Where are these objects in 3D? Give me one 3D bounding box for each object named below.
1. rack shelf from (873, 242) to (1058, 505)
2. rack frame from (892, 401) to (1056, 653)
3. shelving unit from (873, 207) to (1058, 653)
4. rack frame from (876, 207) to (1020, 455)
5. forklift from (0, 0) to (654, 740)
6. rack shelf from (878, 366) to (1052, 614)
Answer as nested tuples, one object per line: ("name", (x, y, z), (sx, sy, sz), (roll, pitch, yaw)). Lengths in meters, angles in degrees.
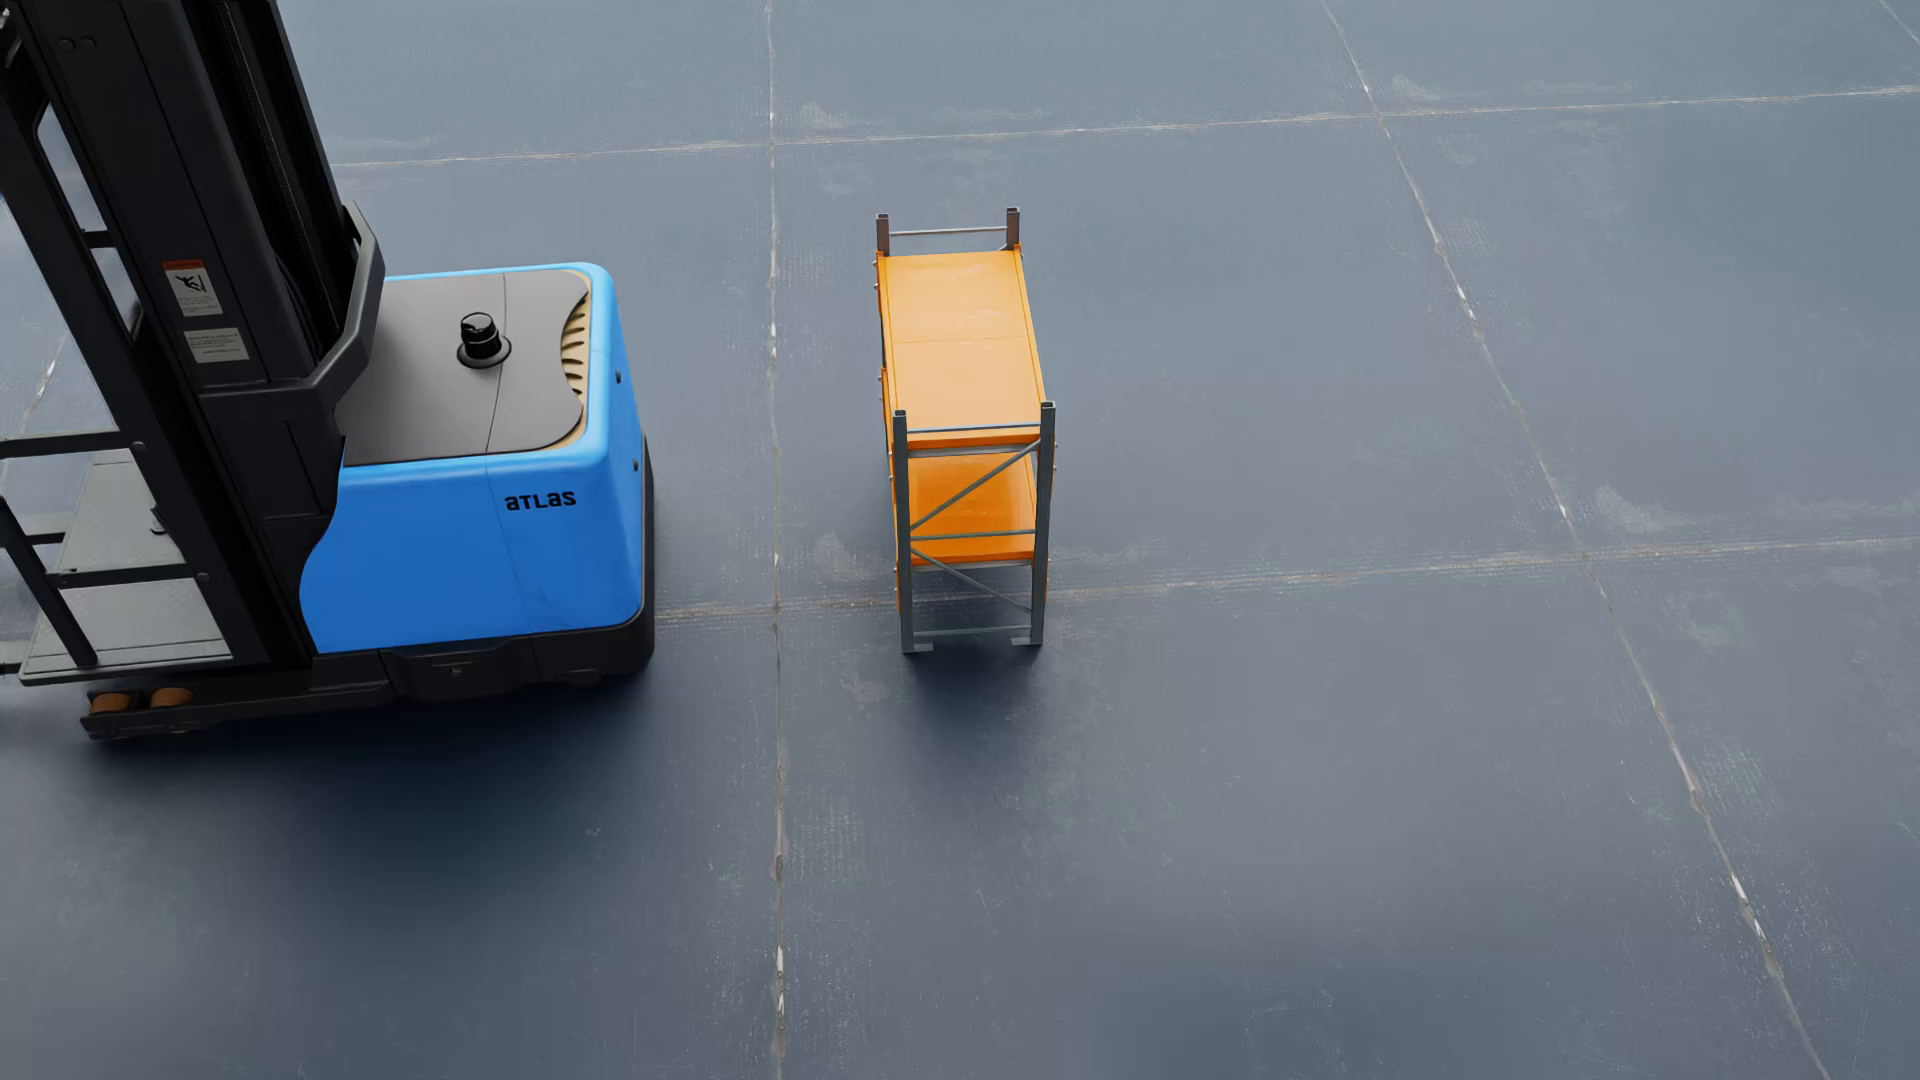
("rack shelf", (0.001, -0.583, 5.624), (0.538, 0.278, 1.000), (-3, 47, -3))
("rack frame", (0.043, -0.014, 5.489), (0.500, 1.125, 0.032), (-3, 47, -3))
("shelving unit", (0.001, -0.382, 5.837), (0.538, 1.125, 1.048), (-3, 47, -3))
("rack frame", (-0.042, -0.750, 6.185), (0.500, 1.125, 0.032), (-3, 47, -3))
("forklift", (-2.623, -0.746, 4.938), (3.031, 2.935, 1.130), (-5, 47, -5))
("rack shelf", (0.001, -0.214, 6.014), (0.538, 0.278, 1.000), (-3, 47, -3))
